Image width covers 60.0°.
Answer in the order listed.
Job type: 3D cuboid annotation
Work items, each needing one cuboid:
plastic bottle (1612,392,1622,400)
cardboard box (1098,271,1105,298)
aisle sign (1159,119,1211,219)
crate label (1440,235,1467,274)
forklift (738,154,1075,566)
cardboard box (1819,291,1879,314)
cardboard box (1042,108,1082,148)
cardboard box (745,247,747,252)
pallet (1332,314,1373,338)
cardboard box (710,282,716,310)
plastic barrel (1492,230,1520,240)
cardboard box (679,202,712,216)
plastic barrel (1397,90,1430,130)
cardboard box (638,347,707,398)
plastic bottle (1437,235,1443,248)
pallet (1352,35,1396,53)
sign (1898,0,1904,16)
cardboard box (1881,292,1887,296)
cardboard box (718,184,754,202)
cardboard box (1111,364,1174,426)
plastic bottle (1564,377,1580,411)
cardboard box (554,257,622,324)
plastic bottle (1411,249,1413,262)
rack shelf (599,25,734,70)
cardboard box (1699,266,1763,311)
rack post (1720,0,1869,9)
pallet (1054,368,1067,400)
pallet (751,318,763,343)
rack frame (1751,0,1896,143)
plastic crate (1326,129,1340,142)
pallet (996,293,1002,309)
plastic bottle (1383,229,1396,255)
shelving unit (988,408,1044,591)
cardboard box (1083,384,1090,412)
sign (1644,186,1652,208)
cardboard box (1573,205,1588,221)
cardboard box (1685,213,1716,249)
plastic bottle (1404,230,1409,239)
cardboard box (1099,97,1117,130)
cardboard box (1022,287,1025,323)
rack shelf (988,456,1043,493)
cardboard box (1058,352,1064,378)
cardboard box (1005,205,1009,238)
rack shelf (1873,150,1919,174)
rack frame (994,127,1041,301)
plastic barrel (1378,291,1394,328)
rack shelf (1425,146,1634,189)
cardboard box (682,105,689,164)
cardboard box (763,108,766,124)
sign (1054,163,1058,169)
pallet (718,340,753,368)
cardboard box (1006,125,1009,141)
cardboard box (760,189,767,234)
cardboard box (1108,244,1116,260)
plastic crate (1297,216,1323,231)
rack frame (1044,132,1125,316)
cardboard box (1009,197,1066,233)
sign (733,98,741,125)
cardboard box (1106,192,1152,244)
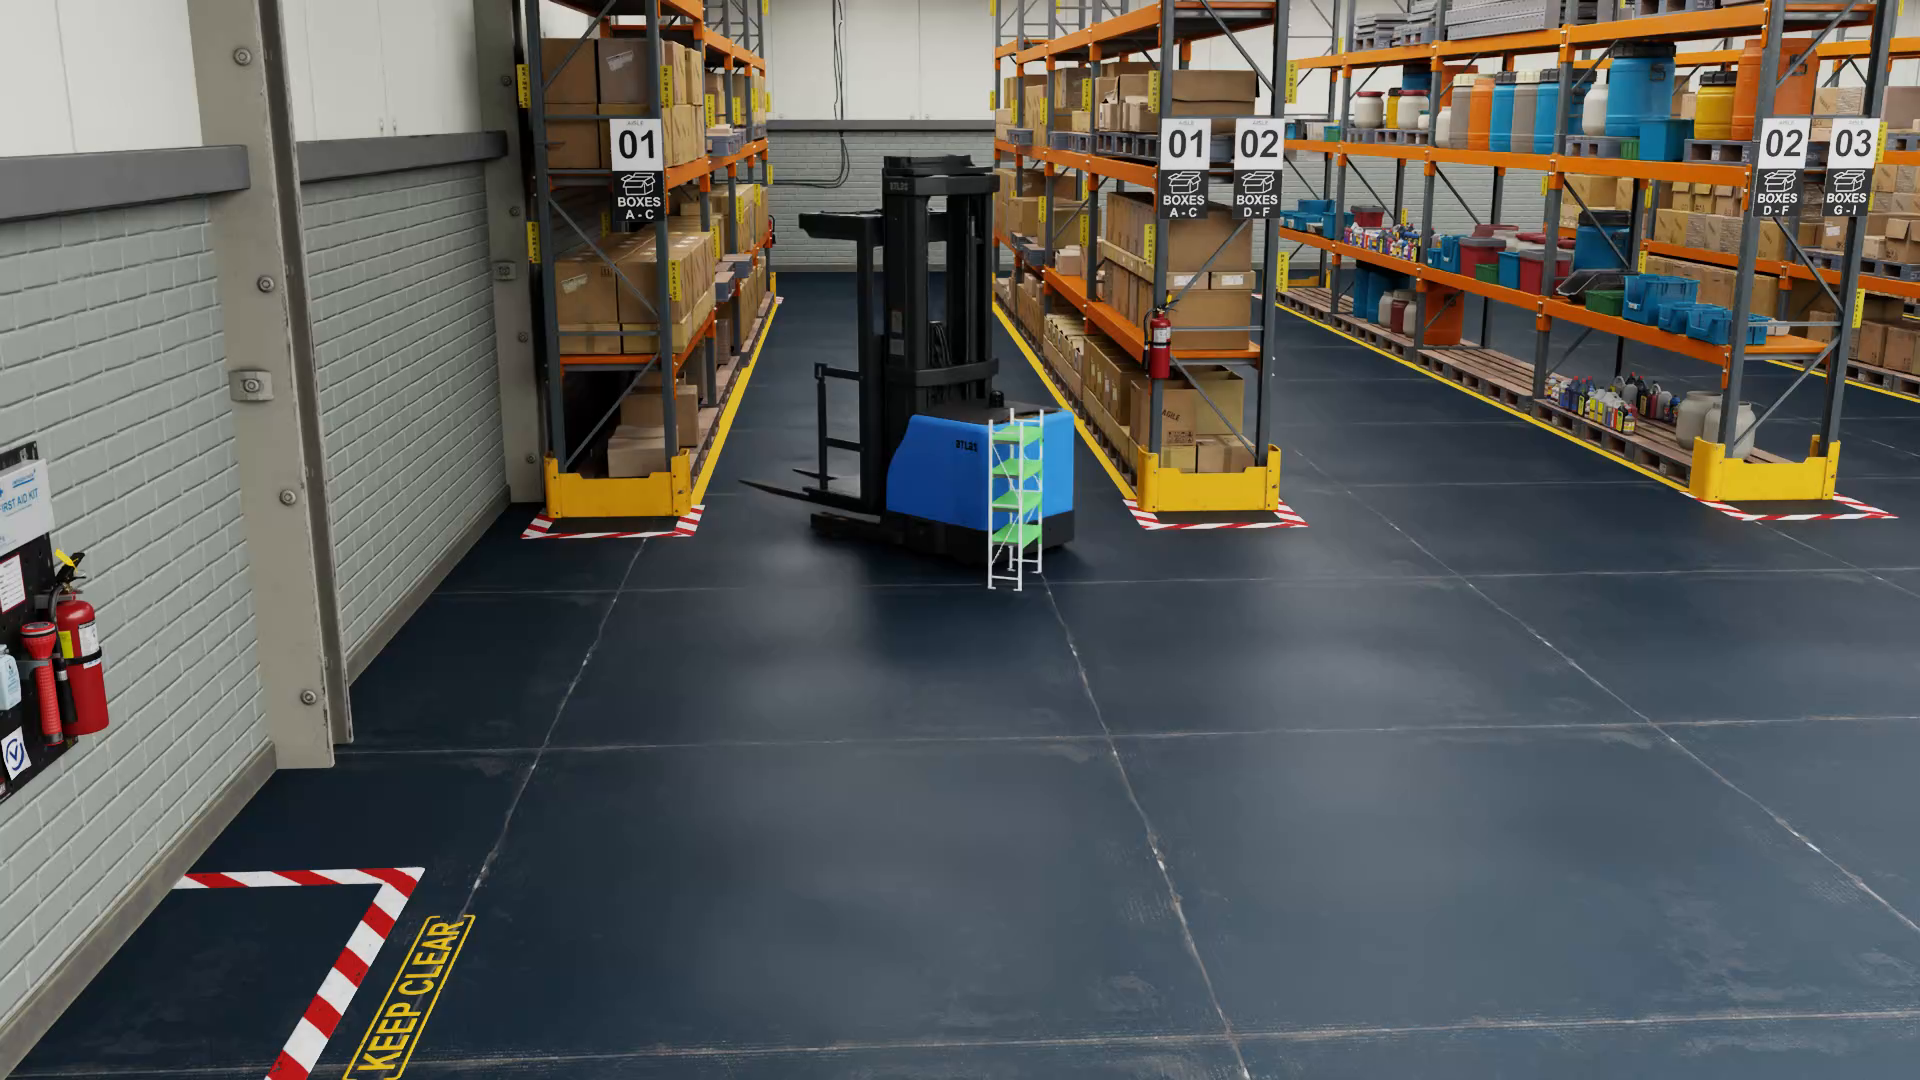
[{"bbox_3d":[6.615,-1.358,16.868,0.152,0.276,0.135,-1,14,-3],"label":"plastic bottle"},{"bbox_3d":[1.777,-2.789,18.147,0.500,0.250,0.500,0,14,0],"label":"cardboard box"},{"bbox_3d":[1.810,-2.983,13.384,0.394,0.787,0.004,-1,14,-3],"label":"aisle sign"},{"bbox_3d":[6.339,-3.576,20.834,0.502,0.435,0.616,-1,14,-3],"label":"crate label"},{"bbox_3d":[-0.549,-1.519,13.050,3.031,2.935,1.130,13,19,41],"label":"forklift"},{"bbox_3d":[11.562,-3.086,21.630,0.500,0.250,0.500,0,14,-1],"label":"cardboard box"},{"bbox_3d":[1.542,-5.344,21.555,0.910,0.500,0.500,-1,14,-3],"label":"cardboard box"},{"bbox_3d":[-3.251,-4.206,23.819,0.380,0.149,0.250,-1,14,-3],"label":"cardboard box"},{"bbox_3d":[6.305,-3.262,25.281,1.003,0.211,1.213,-1,14,-3],"label":"pallet"},{"bbox_3d":[-2.761,-2.486,16.931,0.500,0.250,0.500,-1,14,-3],"label":"cardboard box"},{"bbox_3d":[6.824,-3.612,20.820,0.421,0.512,0.421,0,14,0],"label":"plastic barrel"},{"bbox_3d":[-3.255,-4.068,20.431,0.380,0.149,0.250,-3,15,-13],"label":"cardboard box"},{"bbox_3d":[6.287,-5.971,23.077,0.433,0.535,0.433,0,14,0],"label":"plastic barrel"},{"bbox_3d":[-3.155,-1.848,18.322,0.700,0.500,0.500,0,14,-2],"label":"cardboard box"},{"bbox_3d":[6.791,-4.177,23.499,0.097,0.271,0.097,0,14,0],"label":"plastic bottle"},{"bbox_3d":[6.381,-7.220,24.210,1.003,0.211,1.213,-1,14,-3],"label":"pallet"},{"bbox_3d":[16.507,-9.366,29.175,0.100,0.325,0.005,-1,14,-3],"label":"sign"},{"bbox_3d":[15.822,-4.171,28.097,0.380,0.149,0.250,-1,14,-2],"label":"cardboard box"},{"bbox_3d":[-3.305,-5.105,24.506,0.500,0.250,0.500,-1,14,-2],"label":"cardboard box"},{"bbox_3d":[1.692,-1.357,15.452,0.500,0.500,0.500,-1,14,-3],"label":"cardboard box"},{"bbox_3d":[6.431,-1.538,17.419,0.144,0.351,0.185,0,14,-2],"label":"plastic bottle"},{"bbox_3d":[-3.087,-2.082,13.854,0.500,0.500,0.500,-1,14,-4],"label":"cardboard box"},{"bbox_3d":[6.107,-3.837,22.318,0.097,0.201,0.097,0,14,0],"label":"plastic bottle"},{"bbox_3d":[-3.217,-5.523,18.680,1.077,0.370,4.000,-1,14,-3],"label":"rack shelf"},{"bbox_3d":[11.421,-3.455,23.855,1.225,0.875,0.875,-1,14,-3],"label":"cardboard box"},{"bbox_3d":[7.123,-4.674,14.136,0.937,0.300,0.954,1,14,3],"label":"rack post"},{"bbox_3d":[1.688,-1.876,19.895,1.003,0.211,1.213,-1,14,-3],"label":"pallet"},{"bbox_3d":[-3.466,-3.111,24.694,1.003,0.211,1.213,-1,14,-3],"label":"pallet"},{"bbox_3d":[7.043,-4.726,13.335,1.000,3.000,0.127,-1,14,-3],"label":"rack frame"},{"bbox_3d":[5.971,-6.256,25.726,0.450,0.188,0.662,-1,14,-3],"label":"plastic crate"},{"bbox_3d":[1.162,-4.157,28.758,1.003,0.211,1.213,-1,14,-3],"label":"pallet"},{"bbox_3d":[6.057,-4.205,23.448,0.144,0.351,0.185,-1,14,-3],"label":"plastic bottle"},{"bbox_3d":[0.395,-0.293,11.758,0.258,1.200,0.503,5,15,18],"label":"shelving unit"},{"bbox_3d":[1.577,-1.492,17.479,0.500,0.250,0.500,-1,14,-3],"label":"cardboard box"},{"bbox_3d":[10.689,-5.330,25.827,0.100,0.325,0.005,-1,14,-3],"label":"sign"},{"bbox_3d":[10.821,-5.570,28.359,0.500,0.250,0.500,-1,14,-5],"label":"cardboard box"},{"bbox_3d":[11.084,-4.562,24.537,0.500,0.500,0.500,-1,14,-5],"label":"cardboard box"},{"bbox_3d":[6.577,-4.427,24.470,0.097,0.271,0.097,0,14,0],"label":"plastic bottle"},{"bbox_3d":[1.652,-4.157,16.198,0.500,0.311,0.500,-2,15,-7],"label":"cardboard box"},{"bbox_3d":[1.186,-3.475,24.648,0.500,0.500,0.500,-1,14,-3],"label":"cardboard box"},{"bbox_3d":[0.395,-0.464,11.714,0.258,0.148,0.480,5,15,18],"label":"rack shelf"},{"bbox_3d":[1.444,-2.090,19.805,0.500,0.250,0.500,-1,14,-2],"label":"cardboard box"},{"bbox_3d":[1.001,-5.154,26.838,0.500,0.500,0.500,-1,14,-2],"label":"cardboard box"},{"bbox_3d":[11.614,-4.494,19.895,1.077,0.370,4.000,-1,14,-3],"label":"rack shelf"},{"bbox_3d":[1.107,-5.724,29.255,1.000,3.000,0.127,-1,14,-3],"label":"rack frame"},{"bbox_3d":[6.306,-3.350,24.177,0.421,0.512,0.421,0,14,0],"label":"plastic barrel"},{"bbox_3d":[6.671,-4.417,19.598,1.077,0.370,4.000,-1,14,-3],"label":"rack shelf"},{"bbox_3d":[-2.650,-3.529,14.461,0.500,0.500,0.500,0,14,-1],"label":"cardboard box"},{"bbox_3d":[-3.526,-7.101,27.842,0.500,0.250,0.500,0,14,-2],"label":"cardboard box"},{"bbox_3d":[1.662,-6.442,29.085,0.100,0.325,0.005,-1,14,-3],"label":"sign"},{"bbox_3d":[-3.315,-2.504,22.335,1.003,0.211,1.213,-1,14,-3],"label":"pallet"},{"bbox_3d":[1.000,-6.475,26.454,0.500,0.250,0.500,-1,14,-3],"label":"cardboard box"},{"bbox_3d":[-3.739,-5.485,27.721,0.980,0.700,0.700,-1,14,-4],"label":"cardboard box"},{"bbox_3d":[1.707,-2.906,16.799,0.380,0.149,0.250,-1,14,-5],"label":"cardboard box"},{"bbox_3d":[5.838,-5.279,27.740,0.416,0.233,0.300,-1,14,-3],"label":"plastic crate"},{"bbox_3d":[1.603,-3.735,21.522,1.000,3.000,0.127,-1,14,-3],"label":"rack frame"},{"bbox_3d":[1.161,-4.860,24.852,0.700,0.500,0.500,-6,16,-22],"label":"cardboard box"},{"bbox_3d":[-2.799,-5.368,20.813,0.100,0.325,0.005,-1,14,-3],"label":"sign"},{"bbox_3d":[1.885,-3.306,17.053,0.700,0.500,0.500,-1,14,-3],"label":"cardboard box"}]
